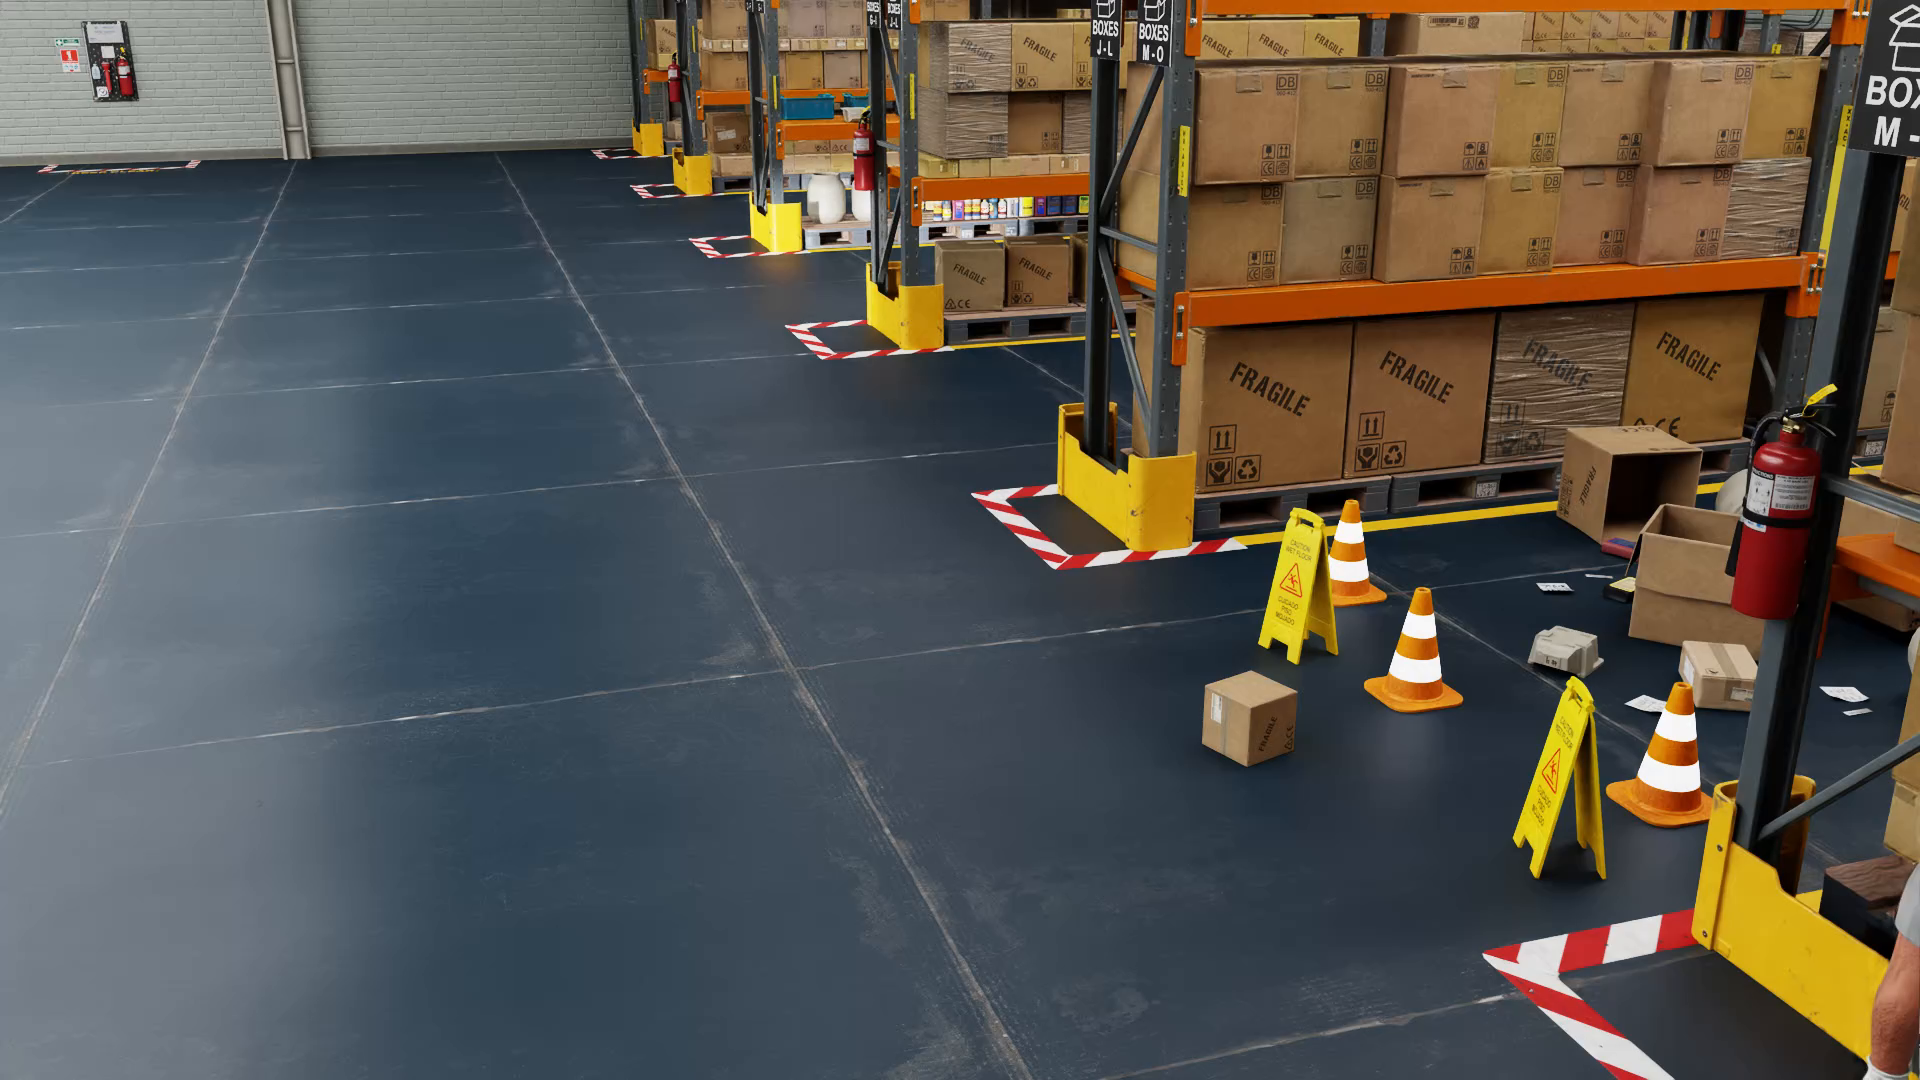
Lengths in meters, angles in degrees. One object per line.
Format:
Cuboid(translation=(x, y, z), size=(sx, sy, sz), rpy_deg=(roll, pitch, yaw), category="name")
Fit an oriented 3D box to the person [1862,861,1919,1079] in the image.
Cuboid(translation=(2.028, 1.021, 3.054), size=(0.536, 1.733, 1.056), rpy_deg=(-11, 22, -30), category="person")
